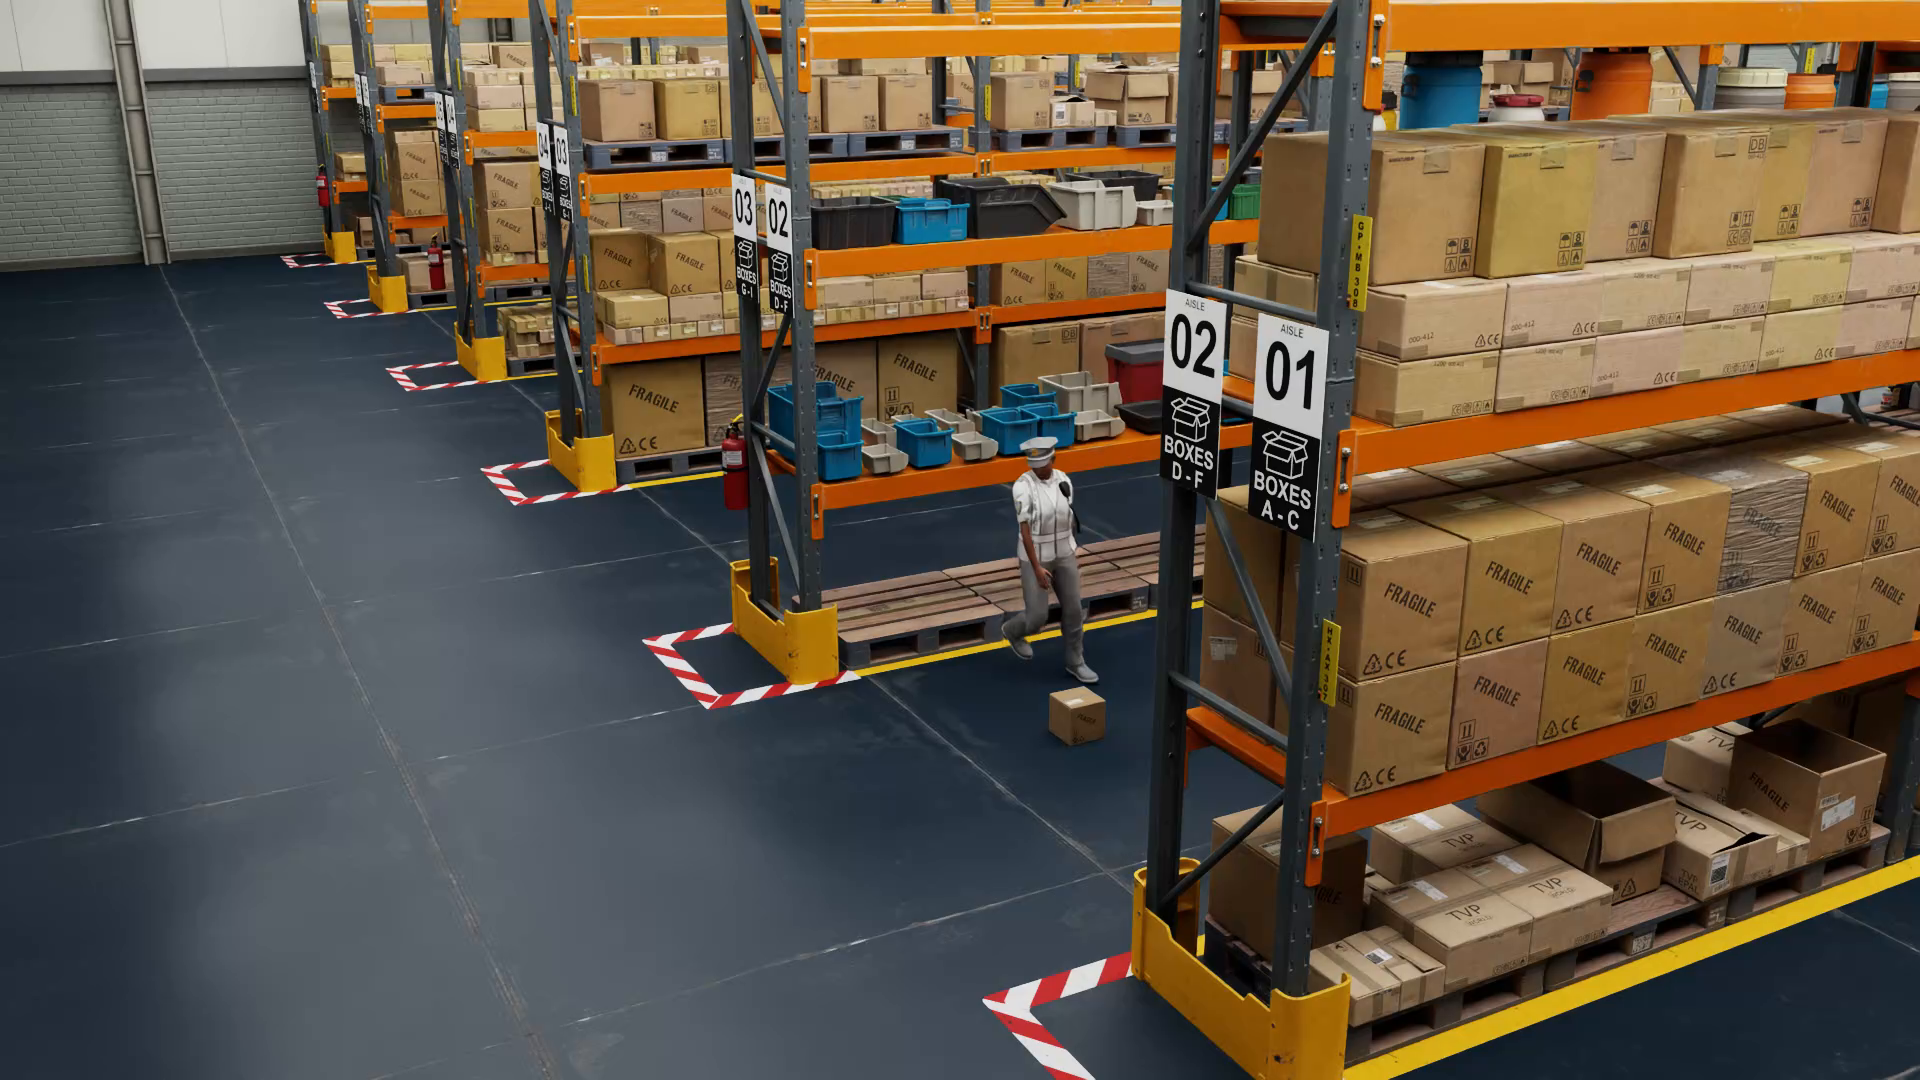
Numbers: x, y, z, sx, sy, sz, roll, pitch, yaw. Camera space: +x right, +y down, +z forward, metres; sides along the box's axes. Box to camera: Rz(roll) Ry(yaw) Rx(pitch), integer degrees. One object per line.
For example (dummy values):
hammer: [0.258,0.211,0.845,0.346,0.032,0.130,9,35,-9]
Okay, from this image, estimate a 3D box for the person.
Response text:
person: [0.574,0.117,10.800,0.513,1.640,0.597,-9,21,-26]
